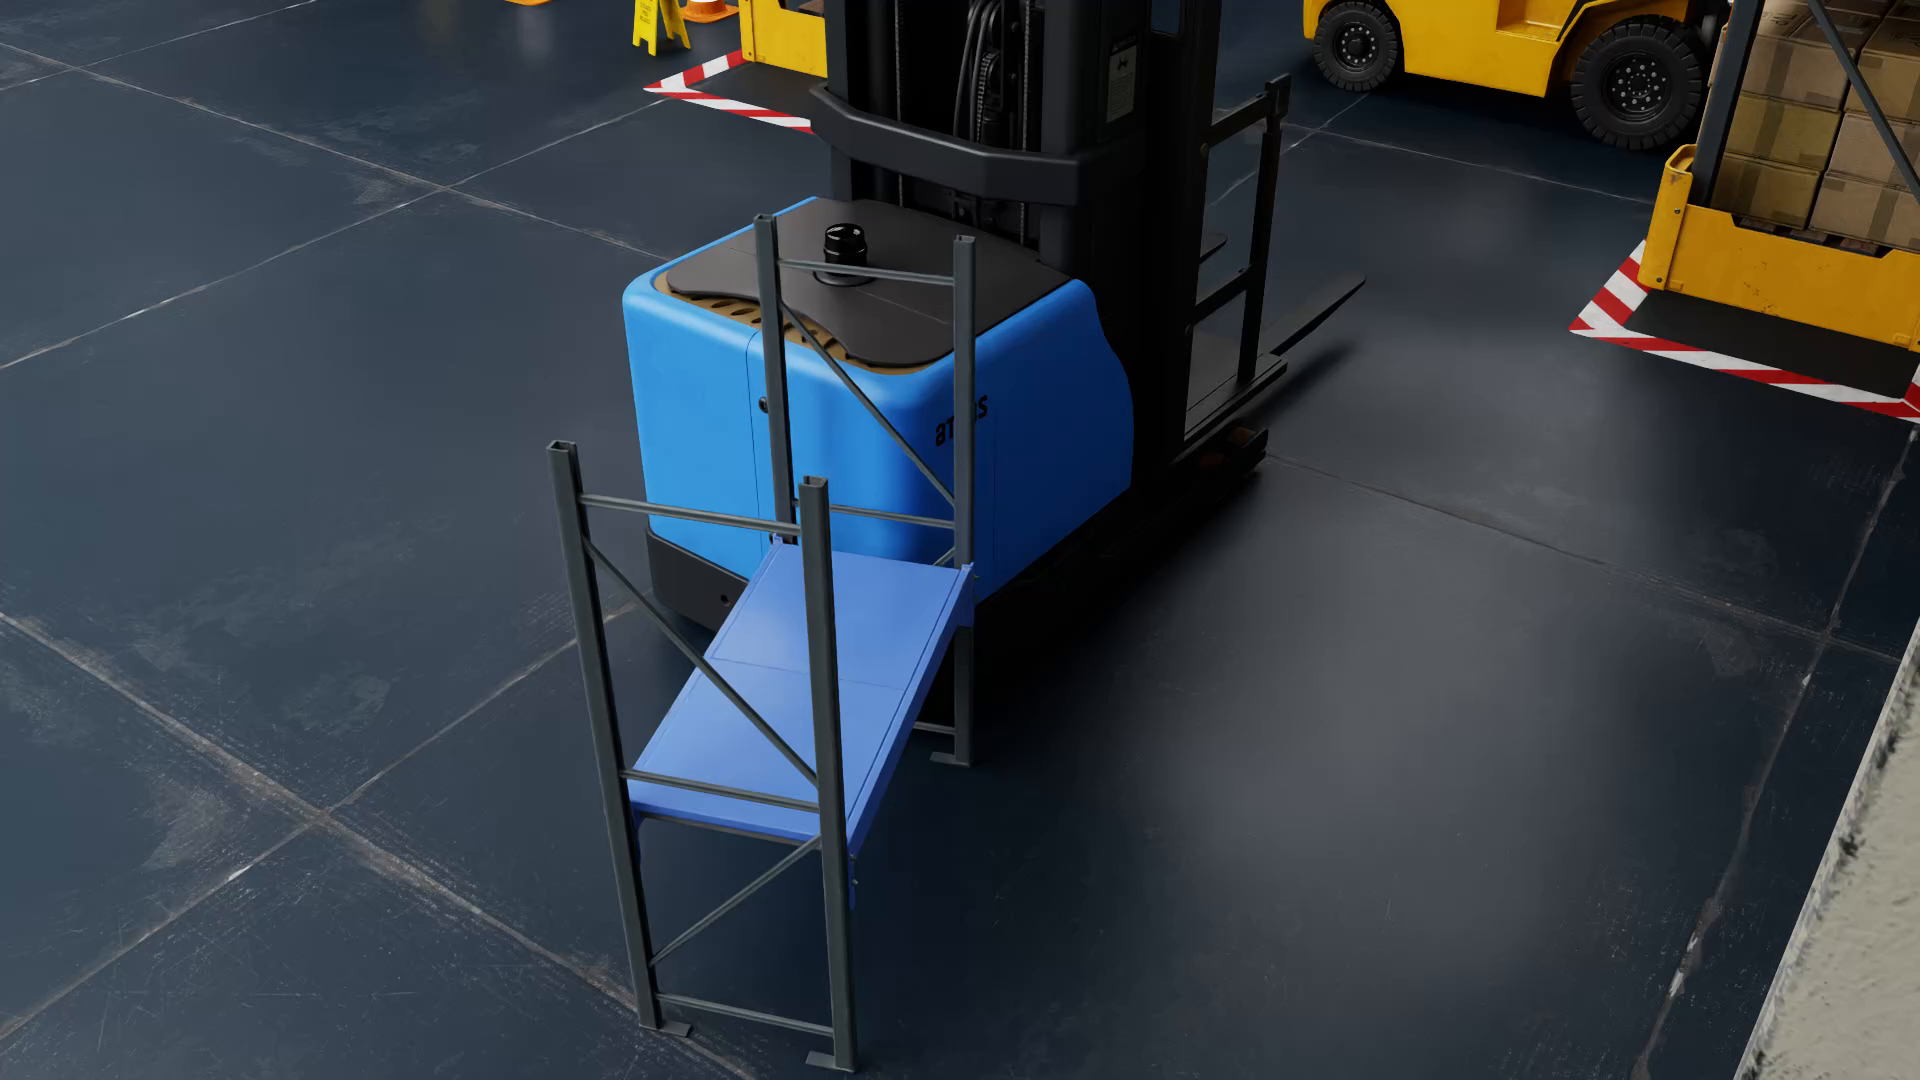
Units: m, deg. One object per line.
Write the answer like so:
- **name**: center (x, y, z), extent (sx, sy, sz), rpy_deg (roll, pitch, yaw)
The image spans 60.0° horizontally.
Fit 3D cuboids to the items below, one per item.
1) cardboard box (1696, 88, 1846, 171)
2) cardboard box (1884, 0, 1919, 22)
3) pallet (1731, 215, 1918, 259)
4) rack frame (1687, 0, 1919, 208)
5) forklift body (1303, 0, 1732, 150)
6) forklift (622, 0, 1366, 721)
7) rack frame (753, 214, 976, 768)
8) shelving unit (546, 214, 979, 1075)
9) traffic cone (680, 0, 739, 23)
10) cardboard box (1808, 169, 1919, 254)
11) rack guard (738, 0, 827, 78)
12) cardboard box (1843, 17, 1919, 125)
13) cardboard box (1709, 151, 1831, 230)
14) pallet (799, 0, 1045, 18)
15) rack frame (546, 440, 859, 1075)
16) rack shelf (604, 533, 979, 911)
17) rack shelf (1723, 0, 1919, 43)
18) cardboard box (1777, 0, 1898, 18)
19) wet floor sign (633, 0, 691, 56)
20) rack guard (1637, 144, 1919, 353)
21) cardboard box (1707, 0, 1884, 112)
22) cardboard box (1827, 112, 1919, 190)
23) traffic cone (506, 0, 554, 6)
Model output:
- **cardboard box**: center (3.394, -1.774, 6.881), extent (0.500, 0.250, 0.500), rpy_deg (21, 39, 28)
- **cardboard box**: center (4.085, -2.049, 6.842), extent (0.500, 0.250, 0.500), rpy_deg (21, 39, 28)
- **pallet**: center (3.775, -1.419, 7.211), extent (1.003, 0.211, 1.213), rpy_deg (21, 39, 28)
- **rack frame**: center (3.374, -2.208, 5.890), extent (1.000, 3.000, 0.127), rpy_deg (21, 39, 28)
- **forklift body**: center (2.956, -3.312, 8.280), extent (2.313, 2.155, 1.214), rpy_deg (21, 39, 28)
- **forklift**: center (0.382, -1.493, 4.893), extent (1.130, 2.935, 3.031), rpy_deg (23, 40, 30)
- **rack frame**: center (-0.211, -0.061, 4.053), extent (0.500, 1.500, 0.032), rpy_deg (8, 35, 12)
- **shelving unit**: center (-0.339, 0.215, 3.645), extent (0.538, 1.500, 1.048), rpy_deg (8, 35, 12)
- **traffic cone**: center (-1.521, -3.351, 9.844), extent (0.336, 0.463, 0.334), rpy_deg (21, 39, 28)
- **cardboard box**: center (3.814, -1.407, 6.784), extent (0.500, 0.250, 0.500), rpy_deg (21, 40, 28)
- **rack guard**: center (-0.663, -2.792, 8.984), extent (1.175, 0.500, 0.348), rpy_deg (21, 39, 28)
- **cardboard box**: center (3.803, -1.818, 6.500), extent (0.500, 0.250, 0.500), rpy_deg (21, 39, 28)
- **cardboard box**: center (3.382, -1.560, 7.011), extent (0.500, 0.250, 0.500), rpy_deg (22, 40, 28)
- **pallet**: center (-0.171, -3.035, 9.601), extent (1.003, 0.211, 1.213), rpy_deg (21, 39, 28)
- **rack frame**: center (-0.466, 0.491, 3.237), extent (0.500, 1.500, 0.032), rpy_deg (8, 35, 12)
- **rack shelf**: center (-0.339, 0.364, 3.746), extent (0.538, 0.185, 1.000), rpy_deg (8, 35, 12)
- **rack shelf**: center (4.514, -2.831, 7.452), extent (1.077, 0.370, 4.000), rpy_deg (21, 39, 28)
- **cardboard box**: center (3.666, -2.206, 7.073), extent (0.500, 0.250, 0.500), rpy_deg (22, 40, 29)
- **wet floor sign**: center (-1.694, -3.071, 9.267), extent (0.232, 0.644, 0.267), rpy_deg (-22, 40, -29)
- **rack guard**: center (3.360, -1.162, 6.574), extent (1.175, 0.500, 0.348), rpy_deg (21, 39, 28)
- **cardboard box**: center (3.380, -1.969, 6.723), extent (0.500, 0.250, 0.500), rpy_deg (23, 40, 30)
- **cardboard box**: center (3.812, -1.600, 6.624), extent (0.500, 0.250, 0.500), rpy_deg (22, 40, 29)
- **traffic cone**: center (-2.627, -3.549, 10.137), extent (0.336, 0.463, 0.334), rpy_deg (21, 39, 28)
